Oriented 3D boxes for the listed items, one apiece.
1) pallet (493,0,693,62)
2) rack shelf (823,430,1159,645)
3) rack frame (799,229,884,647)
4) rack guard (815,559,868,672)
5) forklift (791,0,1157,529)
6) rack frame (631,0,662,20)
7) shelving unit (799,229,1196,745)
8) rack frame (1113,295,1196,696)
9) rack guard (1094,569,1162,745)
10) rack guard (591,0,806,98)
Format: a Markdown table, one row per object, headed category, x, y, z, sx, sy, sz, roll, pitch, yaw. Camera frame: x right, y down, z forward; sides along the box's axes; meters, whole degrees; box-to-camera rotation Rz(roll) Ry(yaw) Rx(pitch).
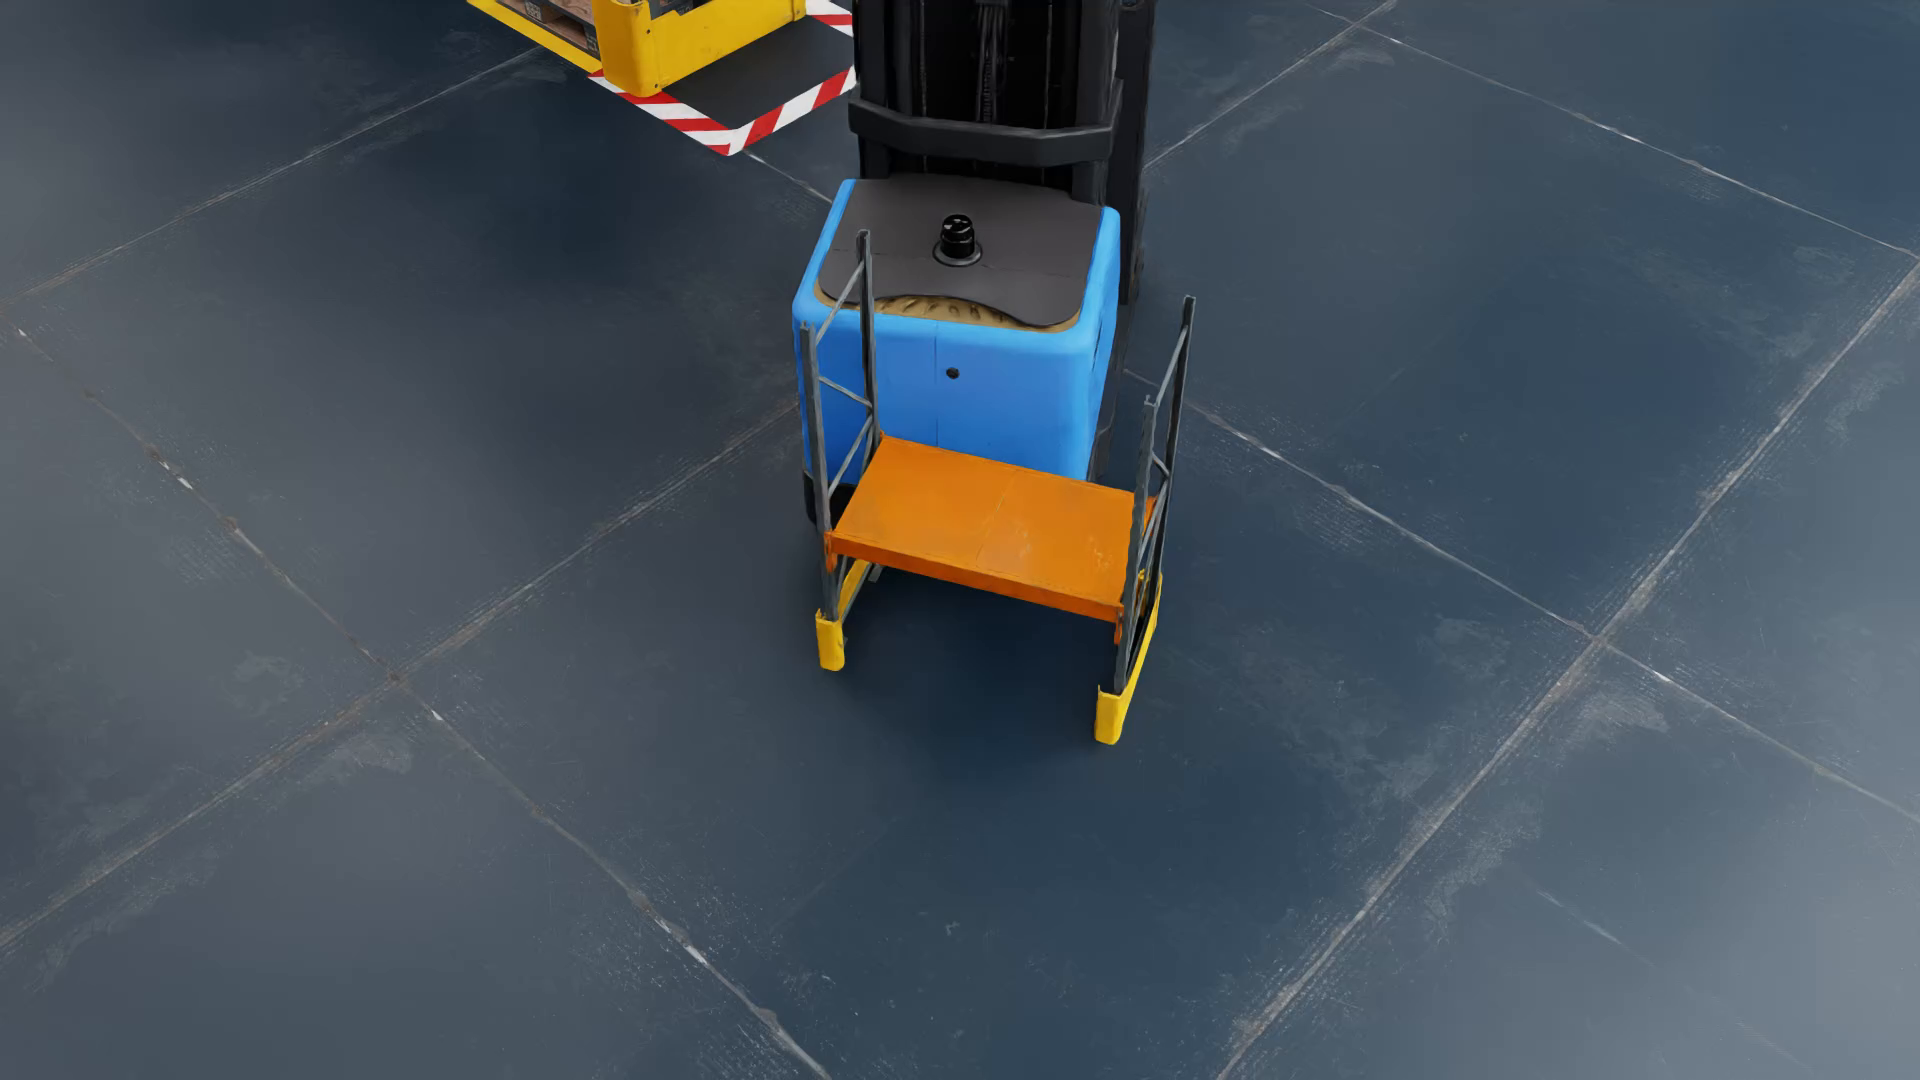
| category | x | y | z | sx | sy | sz | roll | pitch | yaw |
| --- | --- | --- | --- | --- | --- | --- | --- | --- | --- |
| pallet | -1.911 | -3.070 | 8.988 | 1.213 | 0.211 | 1.003 | 34 | 55 | 28 |
| rack shelf | 0.114 | -0.022 | 5.488 | 1.000 | 0.185 | 0.538 | 14 | 48 | 13 |
| rack frame | -0.368 | -0.262 | 5.467 | 0.032 | 1.500 | 0.500 | 14 | 48 | 13 |
| rack guard | -0.367 | 0.166 | 5.923 | 0.087 | 0.250 | 0.587 | 14 | 48 | 13 |
| forklift | 0.200 | -2.024 | 6.140 | 1.130 | 2.935 | 3.031 | 8 | 47 | 7 |
| rack frame | -1.230 | -3.608 | 7.580 | 0.127 | 3.000 | 1.000 | 34 | 55 | 28 |
| shelving unit | 0.106 | -0.147 | 5.359 | 1.083 | 1.500 | 0.587 | 14 | 48 | 13 |
| rack frame | 0.597 | -0.027 | 5.247 | 0.032 | 1.500 | 0.500 | 14 | 48 | 13 |
| rack guard | 0.578 | 0.396 | 5.707 | 0.087 | 0.250 | 0.587 | 14 | 48 | 13 |
| rack guard | -1.318 | -2.765 | 8.503 | 0.348 | 0.500 | 1.175 | 34 | 55 | 28 |
